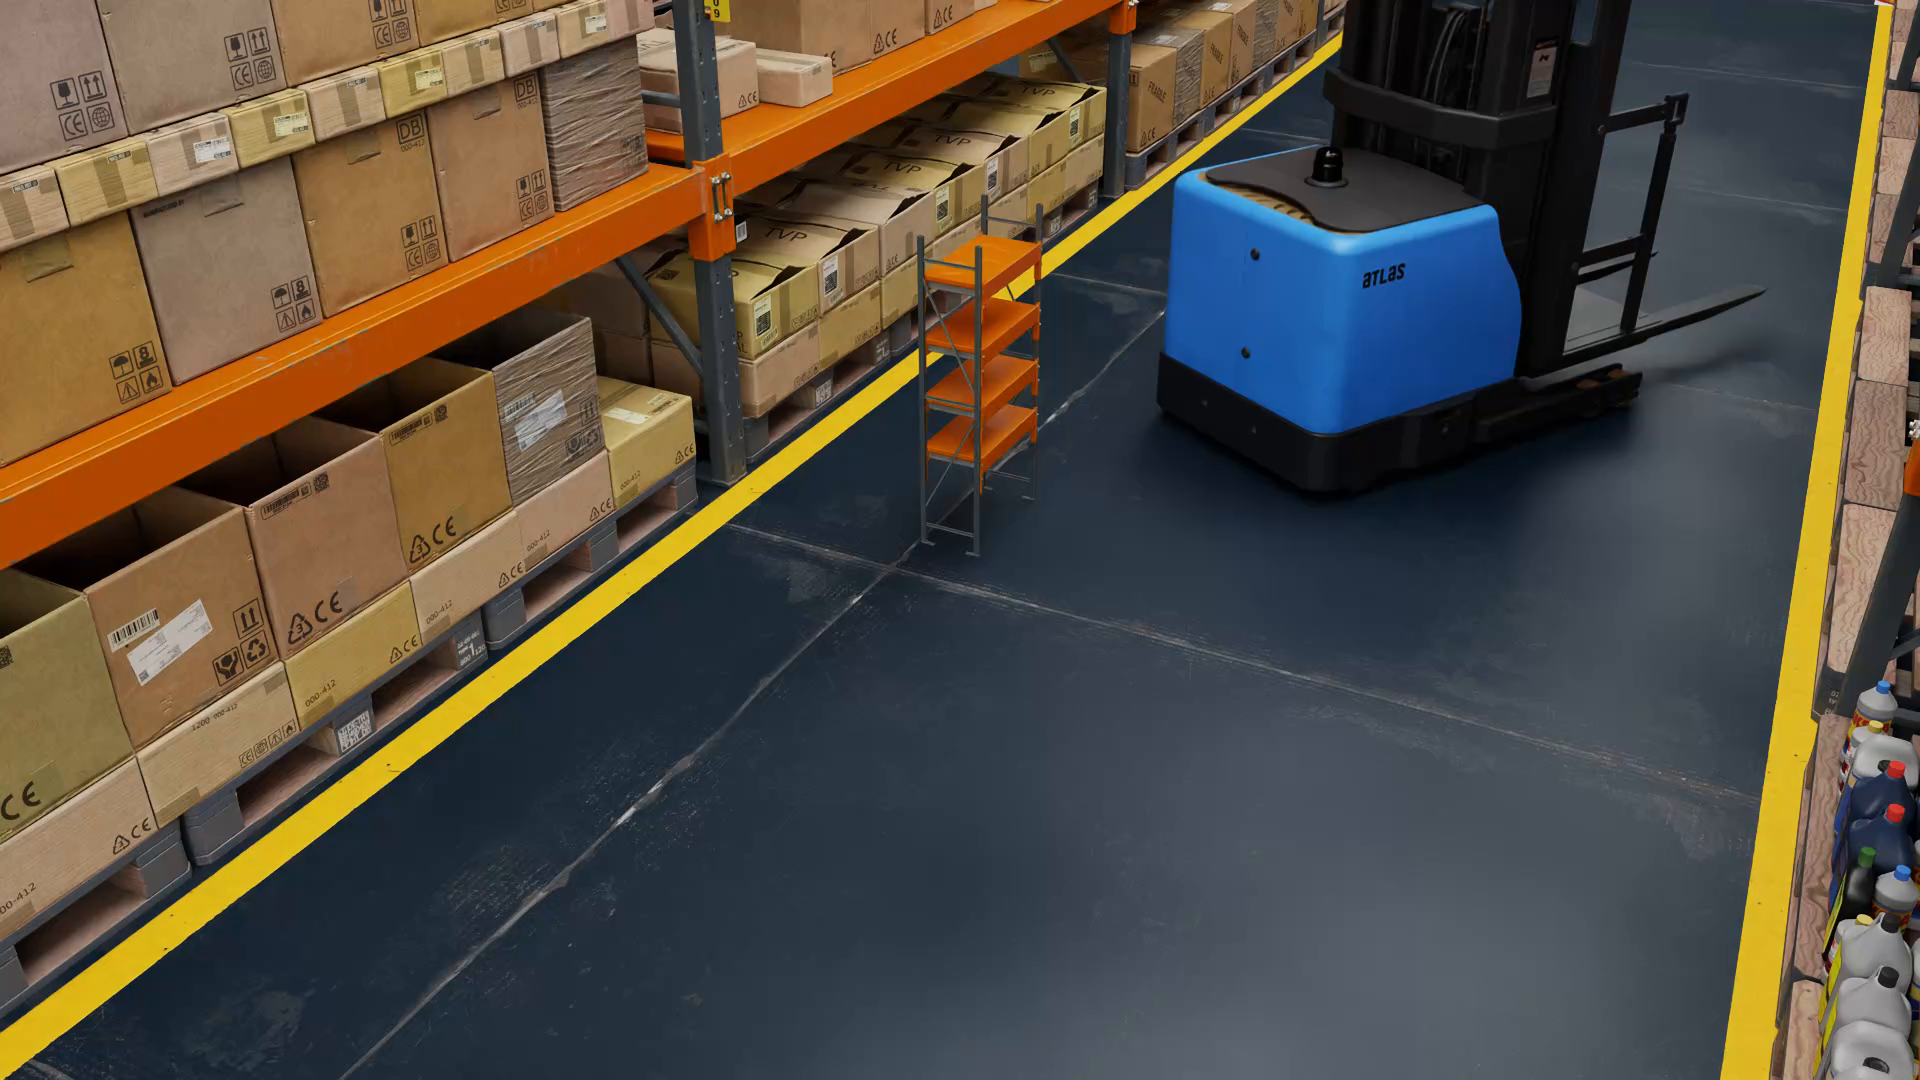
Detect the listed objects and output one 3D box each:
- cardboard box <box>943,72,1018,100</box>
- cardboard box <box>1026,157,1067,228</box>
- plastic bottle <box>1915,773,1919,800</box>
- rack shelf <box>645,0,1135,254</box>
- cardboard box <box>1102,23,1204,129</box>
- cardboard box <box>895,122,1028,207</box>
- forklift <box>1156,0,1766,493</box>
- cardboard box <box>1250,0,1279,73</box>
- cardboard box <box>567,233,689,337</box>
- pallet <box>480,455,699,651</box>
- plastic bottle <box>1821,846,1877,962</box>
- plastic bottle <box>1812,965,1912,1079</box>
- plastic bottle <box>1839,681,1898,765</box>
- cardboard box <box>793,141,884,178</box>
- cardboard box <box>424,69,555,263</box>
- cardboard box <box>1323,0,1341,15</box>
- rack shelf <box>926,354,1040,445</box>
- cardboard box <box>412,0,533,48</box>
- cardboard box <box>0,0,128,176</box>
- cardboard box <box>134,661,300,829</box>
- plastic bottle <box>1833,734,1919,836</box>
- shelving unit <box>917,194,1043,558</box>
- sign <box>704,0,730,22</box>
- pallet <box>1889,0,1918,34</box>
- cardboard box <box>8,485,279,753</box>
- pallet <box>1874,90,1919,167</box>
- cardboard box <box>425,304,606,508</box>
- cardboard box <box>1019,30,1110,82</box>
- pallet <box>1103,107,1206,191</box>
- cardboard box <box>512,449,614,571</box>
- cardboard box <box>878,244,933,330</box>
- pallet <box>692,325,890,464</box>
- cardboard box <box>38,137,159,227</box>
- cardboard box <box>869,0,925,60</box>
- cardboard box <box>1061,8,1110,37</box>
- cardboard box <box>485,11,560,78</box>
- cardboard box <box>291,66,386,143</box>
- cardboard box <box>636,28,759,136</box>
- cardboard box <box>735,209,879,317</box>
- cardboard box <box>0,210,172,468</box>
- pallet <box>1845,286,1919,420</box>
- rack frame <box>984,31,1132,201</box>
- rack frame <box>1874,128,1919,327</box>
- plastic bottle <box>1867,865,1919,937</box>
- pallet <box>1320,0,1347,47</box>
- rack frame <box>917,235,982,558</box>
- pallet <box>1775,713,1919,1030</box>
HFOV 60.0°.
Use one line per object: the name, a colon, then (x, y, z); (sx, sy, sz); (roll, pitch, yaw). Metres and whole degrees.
cardboard box: (-0.007, -2.487, 9.344); (0.500, 0.311, 0.500); (15, 33, 25)
cardboard box: (0.238, -1.891, 8.871); (0.500, 0.250, 0.500); (14, 33, 23)
plastic bottle: (2.515, 0.682, 4.337); (0.061, 0.283, 0.133); (14, 33, 23)
rack shelf: (-0.418, -2.221, 7.827); (1.077, 0.370, 4.000); (14, 33, 23)
cardboard box: (1.188, -2.896, 10.350); (0.500, 0.500, 0.500); (13, 32, 22)
cardboard box: (0.010, -1.909, 8.339); (0.500, 0.311, 0.500); (14, 33, 23)
forklift: (2.362, -2.000, 6.789); (3.031, 2.935, 1.130); (-18, 34, -28)
cardboard box: (1.884, -3.576, 11.534); (0.500, 0.500, 0.500); (15, 33, 24)
cardboard box: (-1.400, -1.124, 6.971); (0.500, 0.311, 0.500); (14, 33, 23)
pallet: (-1.729, -0.094, 6.201); (1.003, 0.211, 1.213); (14, 33, 23)
plastic bottle: (2.143, 0.878, 3.996); (0.061, 0.283, 0.133); (16, 33, 25)
plastic bottle: (1.977, 1.056, 3.618); (0.144, 0.351, 0.185); (16, 33, 25)
plastic bottle: (2.543, 0.513, 4.642); (0.097, 0.271, 0.097); (0, 30, 0)
cardboard box: (-0.707, -1.798, 8.146); (0.500, 0.311, 0.500); (14, 33, 23)
cardboard box: (-1.761, -1.256, 5.325); (0.700, 0.500, 0.500); (14, 33, 23)
cardboard box: (2.699, -4.354, 13.079); (0.500, 0.311, 0.500); (14, 33, 23)
rack shelf: (0.075, -0.535, 6.112); (0.258, 0.148, 0.480); (14, 33, 23)
cardboard box: (-1.755, -1.830, 5.021); (0.700, 0.500, 0.500); (14, 33, 23)
cardboard box: (-2.440, -1.164, 3.862); (0.700, 0.500, 0.500); (14, 33, 23)
cardboard box: (-2.257, 0.506, 4.696); (0.500, 0.250, 0.500); (14, 33, 23)
plastic bottle: (2.420, 0.661, 4.380); (0.152, 0.276, 0.135); (16, 33, 25)
shelving unit: (0.075, -0.594, 6.079); (0.258, 1.200, 0.503); (14, 33, 23)
sign: (-0.835, -1.931, 5.651); (0.100, 0.325, 0.005); (14, 33, 23)
pallet: (8.135, -4.274, 13.481); (1.003, 0.211, 1.213); (14, 33, 23)
cardboard box: (-2.267, 0.178, 4.514); (0.500, 0.500, 0.500); (14, 33, 23)
pallet: (6.334, -2.525, 10.436); (1.003, 0.211, 1.213); (14, 33, 23)
cardboard box: (-1.584, -0.487, 5.672); (0.500, 0.500, 0.500); (14, 33, 23)
cardboard box: (0.710, -2.994, 10.520); (0.500, 0.500, 0.500); (16, 33, 25)
pallet: (0.866, -2.532, 10.448); (1.003, 0.211, 1.213); (14, 33, 23)
cardboard box: (-1.583, -0.161, 5.858); (0.500, 0.250, 0.500); (14, 33, 23)
cardboard box: (-0.458, -1.215, 7.693); (0.500, 0.250, 0.500); (13, 32, 22)
pallet: (-1.029, -0.772, 7.383); (1.003, 0.211, 1.213); (14, 33, 23)
cardboard box: (-2.196, -0.894, 4.043); (0.380, 0.149, 0.250); (14, 33, 23)
cardboard box: (-0.497, -2.482, 7.459); (0.500, 0.500, 0.500); (14, 33, 23)
cardboard box: (0.732, -3.345, 10.378); (0.500, 0.250, 0.500); (16, 33, 25)
cardboard box: (-1.494, -1.576, 5.230); (0.380, 0.149, 0.250); (13, 32, 22)
cardboard box: (-1.842, -1.239, 4.644); (0.380, 0.149, 0.250); (15, 33, 25)
cardboard box: (-1.144, -1.809, 6.539); (0.500, 0.250, 0.500); (17, 34, 26)
cardboard box: (-0.687, -1.226, 7.150); (0.500, 0.311, 0.500); (14, 33, 23)
cardboard box: (-2.461, -0.573, 4.135); (0.700, 0.500, 0.500); (15, 33, 24)
pallet: (4.513, -0.750, 7.344); (1.003, 0.211, 1.213); (14, 33, 23)
rack frame: (0.493, -3.419, 9.192); (1.000, 3.000, 0.127); (14, 33, 23)
rack frame: (4.901, -2.294, 7.232); (1.000, 3.000, 0.127); (14, 33, 23)
plastic bottle: (2.222, 0.893, 3.981); (0.097, 0.271, 0.097); (0, 30, 0)
pallet: (2.629, -4.287, 13.504); (1.003, 0.211, 1.213); (14, 33, 23)
rack frame: (-0.036, -0.486, 5.891); (0.240, 1.200, 0.015); (14, 33, 23)
pallet: (2.735, 0.977, 4.337); (1.003, 0.211, 1.213); (14, 33, 23)
